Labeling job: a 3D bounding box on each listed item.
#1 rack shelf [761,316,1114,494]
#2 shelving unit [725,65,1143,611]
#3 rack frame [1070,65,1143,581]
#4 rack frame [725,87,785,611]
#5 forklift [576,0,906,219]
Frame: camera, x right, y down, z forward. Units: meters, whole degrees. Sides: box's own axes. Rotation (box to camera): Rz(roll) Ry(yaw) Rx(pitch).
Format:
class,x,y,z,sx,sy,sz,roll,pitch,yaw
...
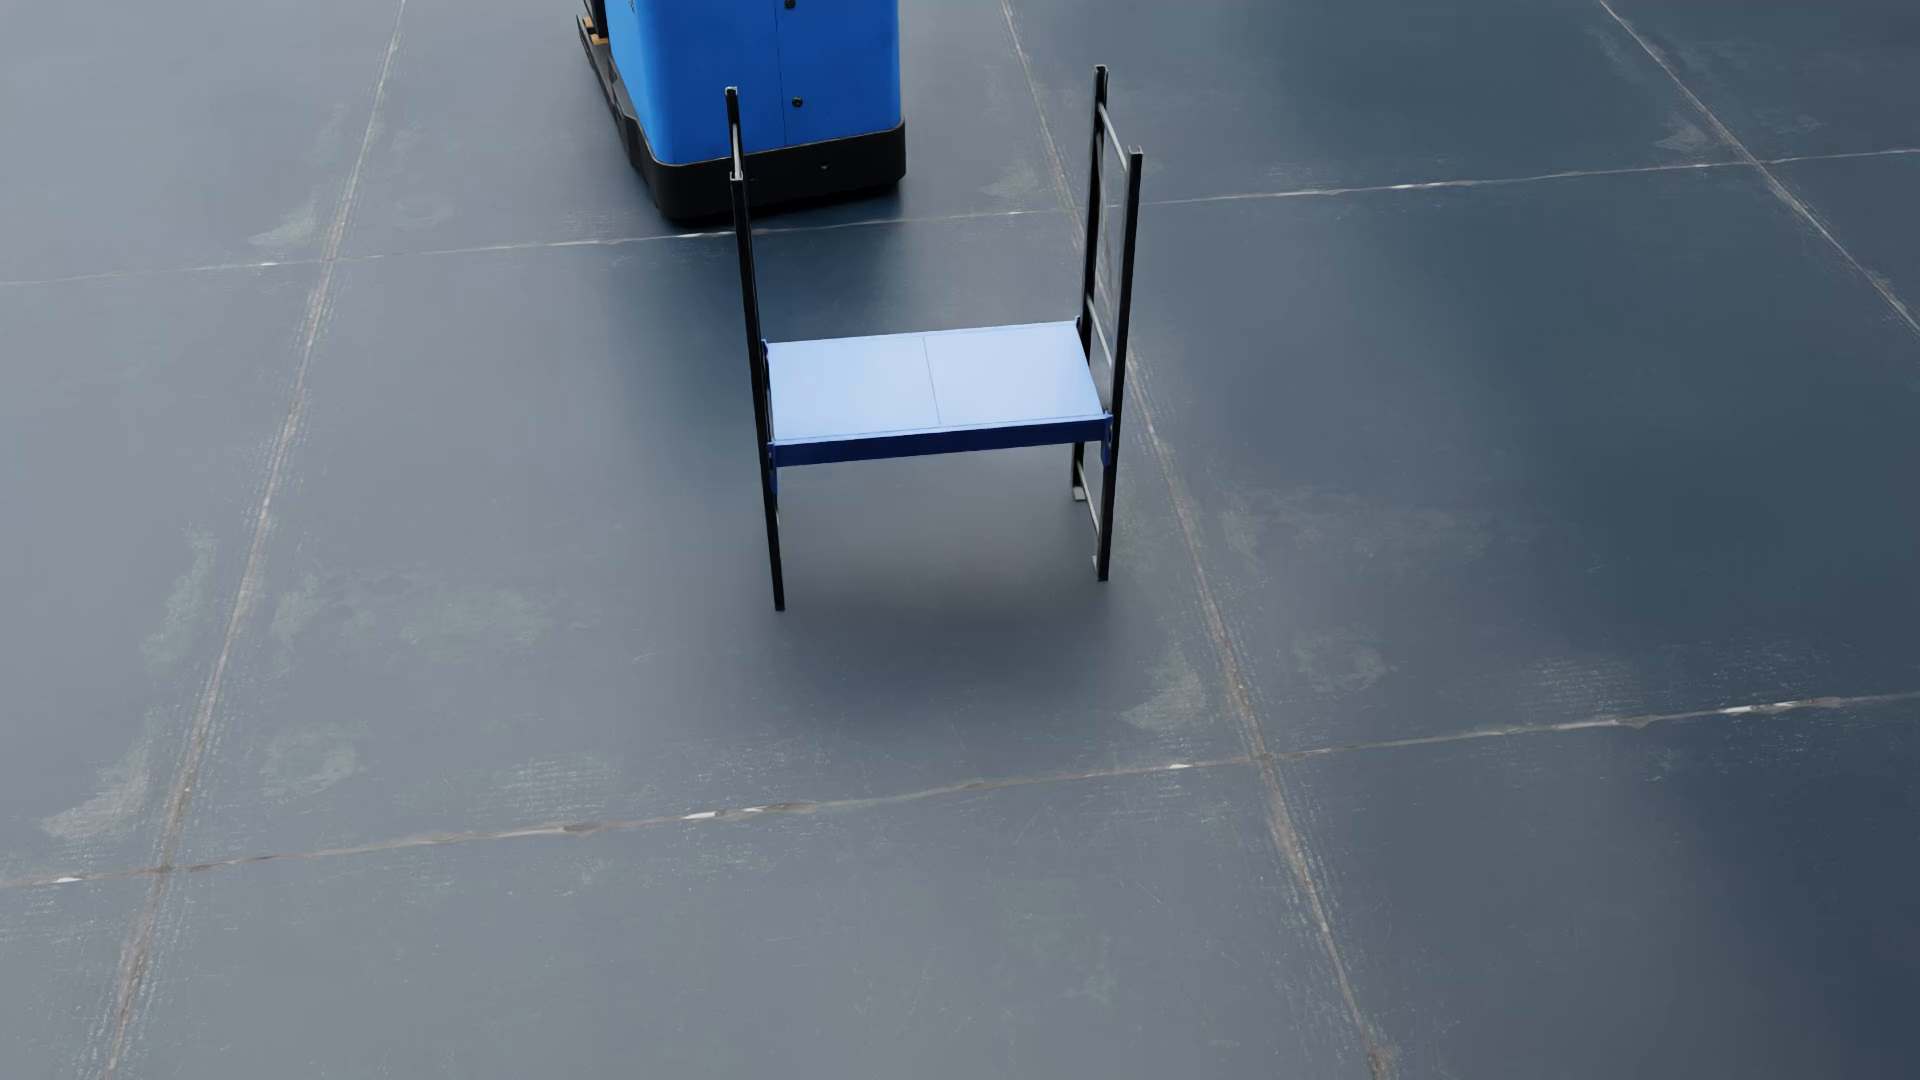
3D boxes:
class,x,y,z,sx,sy,sz,roll,pitch,yaw
rack shelf,-0.085,-0.416,4.997,1.000,0.185,0.538,-5,42,-6
shelving unit,-0.085,-0.550,4.877,1.048,1.500,0.538,-5,42,-6
rack frame,0.419,-0.594,4.926,0.032,1.500,0.500,-5,42,-6
rack frame,-0.589,-0.505,4.828,0.032,1.500,0.500,-5,42,-6
forklift,-1.190,-3.386,6.952,1.130,2.935,3.031,-13,44,-14
